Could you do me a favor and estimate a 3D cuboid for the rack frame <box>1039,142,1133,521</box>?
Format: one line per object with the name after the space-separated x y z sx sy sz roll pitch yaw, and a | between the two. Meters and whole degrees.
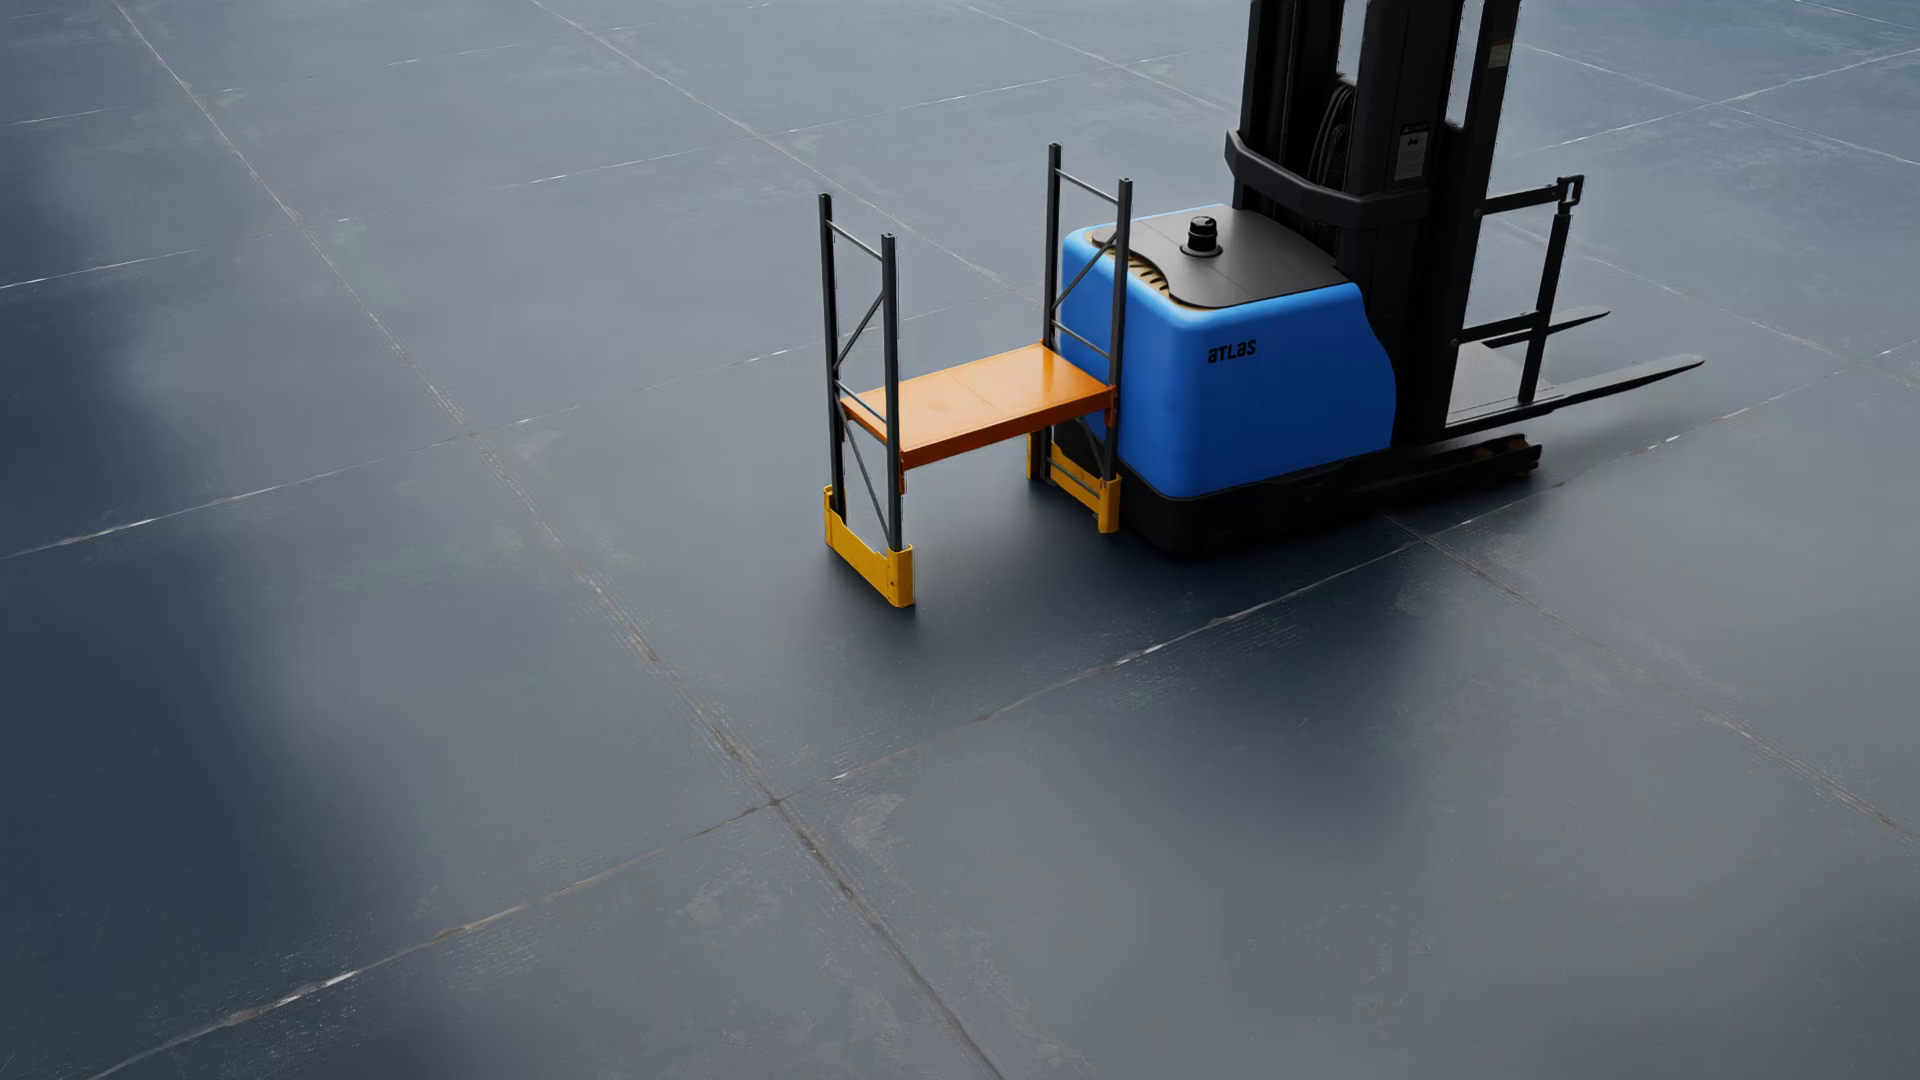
0.492 -0.802 6.709 0.032 1.500 0.500 -19 37 -27 | rack frame

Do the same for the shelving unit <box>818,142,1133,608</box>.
0.055 -0.654 6.475 1.083 1.500 0.587 -19 37 -27 | shelving unit

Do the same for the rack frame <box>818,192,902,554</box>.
-0.367 -0.512 6.249 0.032 1.500 0.500 -19 37 -27 | rack frame

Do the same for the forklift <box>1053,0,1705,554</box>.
1.968 -1.709 6.804 3.031 2.935 1.130 -14 35 -21 | forklift

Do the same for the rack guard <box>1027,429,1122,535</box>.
0.476 -0.268 7.034 0.087 0.250 0.587 -19 37 -27 | rack guard

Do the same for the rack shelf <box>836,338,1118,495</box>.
0.062 -0.505 6.575 1.000 0.185 0.538 -19 37 -27 | rack shelf

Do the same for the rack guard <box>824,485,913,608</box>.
-0.366 0.016 6.583 0.087 0.250 0.587 -19 37 -27 | rack guard
